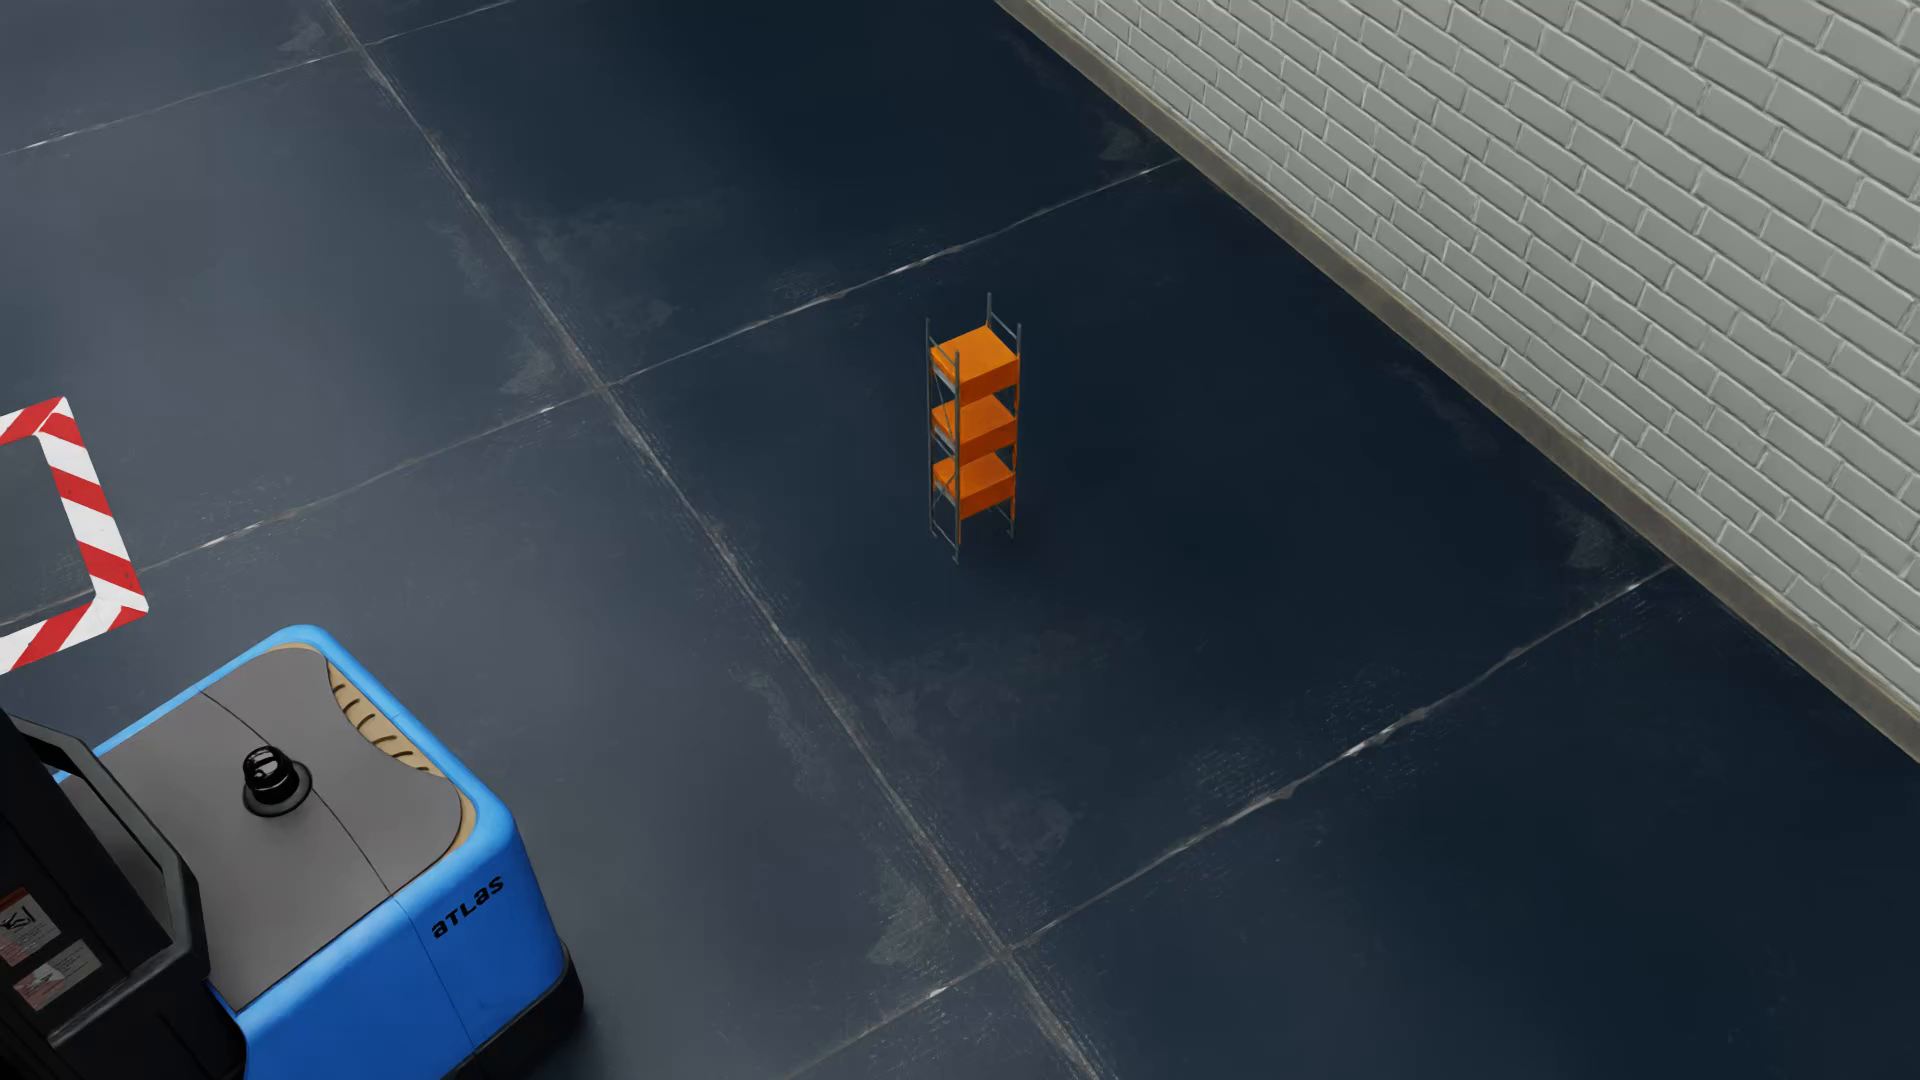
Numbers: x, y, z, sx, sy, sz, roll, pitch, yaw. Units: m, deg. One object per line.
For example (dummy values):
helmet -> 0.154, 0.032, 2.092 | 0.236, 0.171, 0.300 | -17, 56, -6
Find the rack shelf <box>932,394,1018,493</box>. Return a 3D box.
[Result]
rack shelf -> 0.045, -0.363, 5.885 | 0.240, 0.259, 0.215 | -25, 53, -21

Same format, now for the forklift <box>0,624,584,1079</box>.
forklift -> -2.494, 0.996, 3.401 | 1.130, 2.935, 3.031 | 35, 57, 27

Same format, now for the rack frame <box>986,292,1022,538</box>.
rack frame -> 0.148, -0.419, 5.920 | 0.008, 1.050, 0.200 | -25, 53, -21

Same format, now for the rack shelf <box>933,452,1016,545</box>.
rack shelf -> 0.045, -0.179, 6.092 | 0.240, 0.259, 0.215 | -25, 53, -21

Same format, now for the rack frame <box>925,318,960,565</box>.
rack frame -> -0.058, -0.322, 5.834 | 0.008, 1.050, 0.200 | -25, 53, -21

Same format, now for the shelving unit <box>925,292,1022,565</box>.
shelving unit -> 0.045, -0.370, 5.877 | 0.252, 1.050, 0.215 | -25, 53, -21

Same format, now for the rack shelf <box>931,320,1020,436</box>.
rack shelf -> 0.045, -0.552, 5.673 | 0.240, 0.259, 0.215 | -25, 53, -21
